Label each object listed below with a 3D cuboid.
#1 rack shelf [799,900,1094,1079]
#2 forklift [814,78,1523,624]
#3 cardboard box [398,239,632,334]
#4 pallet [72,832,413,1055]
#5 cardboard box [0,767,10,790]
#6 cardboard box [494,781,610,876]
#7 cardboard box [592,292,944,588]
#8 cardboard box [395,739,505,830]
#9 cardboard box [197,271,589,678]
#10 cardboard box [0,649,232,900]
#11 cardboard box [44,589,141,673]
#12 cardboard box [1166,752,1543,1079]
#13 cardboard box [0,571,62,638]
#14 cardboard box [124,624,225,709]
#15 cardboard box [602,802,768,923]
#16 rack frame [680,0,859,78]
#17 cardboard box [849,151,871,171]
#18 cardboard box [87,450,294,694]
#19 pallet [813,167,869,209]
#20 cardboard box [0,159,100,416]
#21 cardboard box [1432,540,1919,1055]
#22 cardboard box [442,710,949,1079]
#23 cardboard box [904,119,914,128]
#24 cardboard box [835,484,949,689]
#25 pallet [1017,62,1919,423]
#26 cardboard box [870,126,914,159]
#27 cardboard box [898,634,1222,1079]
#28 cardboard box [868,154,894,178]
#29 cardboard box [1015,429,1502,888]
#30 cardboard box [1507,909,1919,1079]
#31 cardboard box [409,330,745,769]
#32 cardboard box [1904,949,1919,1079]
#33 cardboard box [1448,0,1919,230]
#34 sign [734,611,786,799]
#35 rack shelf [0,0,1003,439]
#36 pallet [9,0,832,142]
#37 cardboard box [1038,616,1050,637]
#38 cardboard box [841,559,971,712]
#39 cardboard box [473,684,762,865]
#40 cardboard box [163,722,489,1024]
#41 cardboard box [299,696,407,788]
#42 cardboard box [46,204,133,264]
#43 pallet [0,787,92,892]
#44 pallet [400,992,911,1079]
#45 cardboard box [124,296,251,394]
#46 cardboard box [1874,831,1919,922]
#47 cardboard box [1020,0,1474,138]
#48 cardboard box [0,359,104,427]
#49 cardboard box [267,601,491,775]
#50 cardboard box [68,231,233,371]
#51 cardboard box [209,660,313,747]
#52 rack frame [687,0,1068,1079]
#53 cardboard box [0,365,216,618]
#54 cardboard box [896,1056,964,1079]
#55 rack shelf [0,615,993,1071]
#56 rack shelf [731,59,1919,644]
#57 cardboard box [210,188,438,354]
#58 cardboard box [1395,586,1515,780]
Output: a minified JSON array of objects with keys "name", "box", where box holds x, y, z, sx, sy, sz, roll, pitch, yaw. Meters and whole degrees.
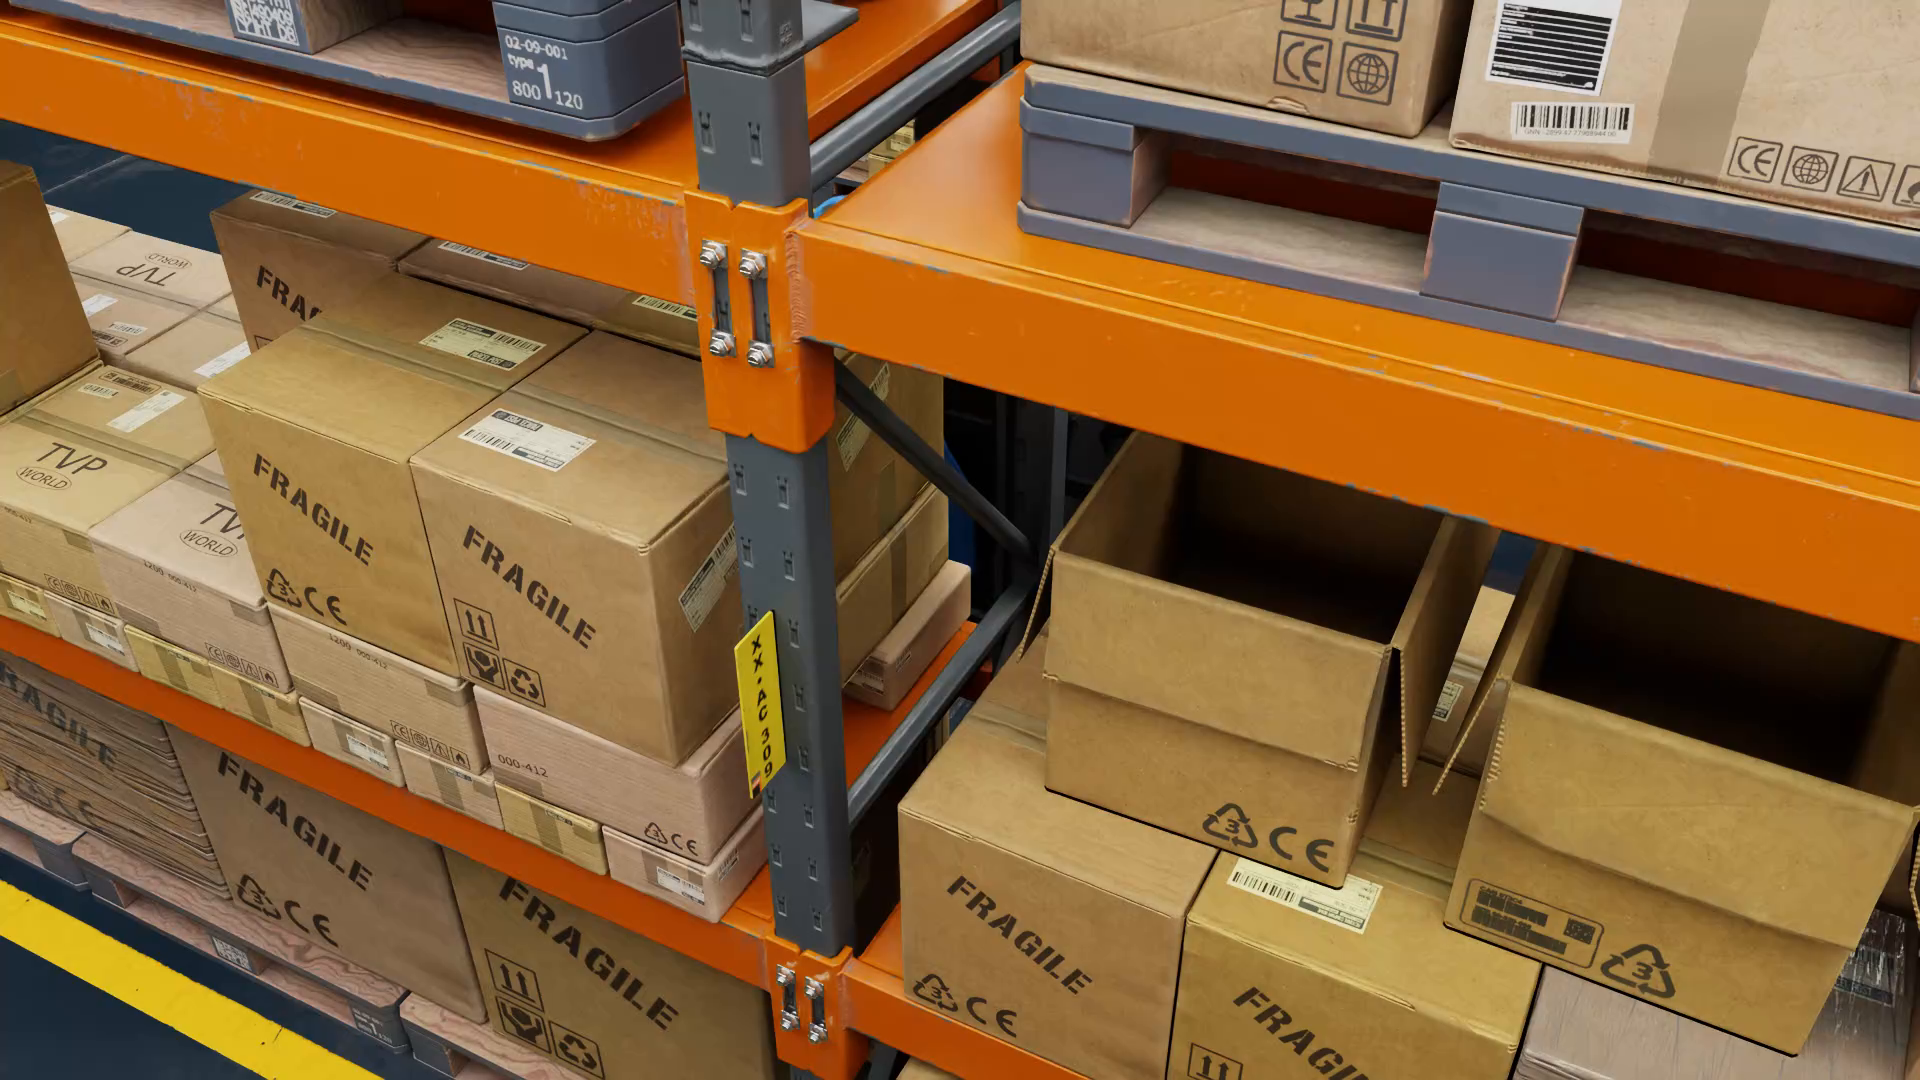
[{"name":"rack shelf","box":[1.715,1.186,2.801,4.000,0.370,1.077,17,41,21]},{"name":"forklift","box":[0.675,-0.975,5.110,3.031,2.935,1.130,16,40,20]},{"name":"cardboard box","box":[-0.803,-0.425,3.587,0.500,0.500,0.500,17,41,21]},{"name":"pallet","box":[-1.788,0.862,4.940,1.213,0.211,1.003,17,41,21]},{"name":"cardboard box","box":[-3.008,0.045,5.119,0.875,0.875,0.875,17,41,21]},{"name":"cardboard box","box":[-0.712,0.463,3.367,0.250,0.149,0.380,18,41,22]},{"name":"cardboard box","box":[-0.369,-0.284,3.401,0.500,0.500,0.500,17,41,21]},{"name":"cardboard box","box":[-0.939,0.392,3.461,0.250,0.149,0.380,17,40,21]},{"name":"cardboard box","box":[-1.035,-0.140,3.211,0.500,0.500,0.500,18,41,22]},{"name":"cardboard box","box":[-2.200,0.298,4.786,0.875,0.875,0.875,17,41,21]},{"name":"cardboard box","box":[-1.849,0.106,3.837,0.250,0.149,0.380,18,41,22]},{"name":"cardboard box","box":[0.679,0.705,2.757,0.500,0.500,0.500,17,41,22]},{"name":"cardboard box","box":[-2.083,0.034,3.932,0.250,0.149,0.380,16,40,20]},{"name":"cardboard box","box":[-1.624,0.178,3.743,0.250,0.149,0.380,17,40,21]},{"name":"cardboard box","box":[-0.483,0.535,3.272,0.250,0.149,0.380,18,41,22]},{"name":"rack frame","box":[-0.061,-2.046,1.503,0.127,3.000,1.000,17,41,21]},{"name":"cardboard box","box":[-0.431,-2.024,8.445,0.250,0.149,0.380,18,41,22]},{"name":"cardboard box","box":[-1.488,0.019,3.623,0.500,0.250,0.500,18,41,22]},{"name":"pallet","box":[-0.470,-2.027,8.746,1.213,0.211,1.003,17,41,21]},{"name":"cardboard box","box":[-2.404,-0.568,3.775,0.500,0.500,0.500,16,40,20]},{"name":"cardboard box","box":[1.114,0.274,2.495,0.637,0.503,0.797,18,41,22]},{"name":"cardboard box","box":[-0.610,0.796,4.130,0.875,0.875,0.875,17,41,21]},{"name":"cardboard box","box":[-0.210,-2.169,8.145,0.250,0.149,0.380,15,40,19]},{"name":"cardboard box","box":[-0.358,0.014,3.629,0.500,0.250,0.500,17,40,21]},{"name":"pallet","box":[0.776,-0.547,2.167,1.217,0.209,0.805,16,40,20]},{"name":"cardboard box","box":[-0.242,-2.014,8.186,0.250,0.149,0.380,19,41,23]},{"name":"cardboard box","box":[0.232,0.566,2.941,0.500,0.500,0.500,18,41,22]},{"name":"cardboard box","box":[-0.254,-1.894,8.274,0.250,0.149,0.380,18,41,22]},{"name":"cardboard box","box":[0.510,0.077,2.755,0.637,0.503,0.797,16,40,20]},{"name":"cardboard box","box":[1.123,0.845,2.574,0.500,0.500,0.500,16,40,20]},{"name":"cardboard box","box":[-0.592,0.002,3.024,0.500,0.500,0.500,19,41,23]},{"name":"cardboard box","box":[1.673,0.439,2.279,0.637,0.503,0.797,19,41,23]},{"name":"cardboard box","box":[0.872,-0.630,1.844,0.500,0.311,0.500,16,40,20]},{"name":"sign","box":[-0.315,0.266,2.638,0.005,0.325,0.100,17,41,21]},{"name":"rack shelf","box":[-1.837,-1.121,3.360,4.000,0.370,1.077,17,41,21]},{"name":"pallet","box":[-0.783,-1.049,2.744,1.213,0.211,1.003,17,41,21]},{"name":"cardboard box","box":[0.480,0.287,3.308,0.500,0.500,0.500,18,41,22]},{"name":"cardboard box","box":[-0.171,0.183,3.736,0.250,0.149,0.380,17,41,22]},{"name":"cardboard box","box":[-0.574,0.303,3.248,0.500,0.250,0.500,17,40,21]},{"name":"cardboard box","box":[-1.410,0.546,4.460,0.875,0.875,0.875,17,41,21]},{"name":"cardboard box","box":[-1.168,0.320,3.555,0.250,0.149,0.380,18,41,22]},{"name":"cardboard box","box":[-2.611,-0.694,4.561,0.500,0.250,0.500,17,40,21]},{"name":"pallet","box":[-2.867,0.522,5.387,1.213,0.211,1.003,17,41,21]},{"name":"pallet","box":[-0.700,1.201,4.494,1.213,0.211,1.003,17,41,21]},{"name":"cardboard box","box":[-1.694,-0.410,4.187,0.500,0.250,0.500,17,41,22]},{"name":"cardboard box","box":[1.383,0.570,2.936,0.500,0.500,0.500,17,40,21]},{"name":"cardboard box","box":[0.458,-0.902,2.047,0.500,0.500,0.700,18,41,23]},{"name":"cardboard box","box":[-2.402,-0.266,3.998,0.500,0.250,0.500,16,40,20]},{"name":"cardboard box","box":[-1.035,0.160,3.436,0.500,0.250,0.500,19,41,23]},{"name":"cardboard box","box":[-2.159,-0.552,4.375,0.500,0.250,0.500,16,40,20]},{"name":"cardboard box","box":[-1.397,0.249,3.649,0.250,0.149,0.380,18,41,22]},{"name":"rack frame","box":[-0.061,0.344,3.317,0.127,3.000,1.000,17,41,21]},{"name":"cardboard box","box":[-1.936,-0.124,3.811,0.500,0.250,0.500,17,40,21]},{"name":"cardboard box","box":[0.516,1.190,3.612,0.875,0.875,1.225,18,41,22]},{"name":"rack shelf","box":[-1.837,0.074,4.267,4.000,0.370,1.077,17,41,21]},{"name":"rack shelf","box":[1.715,-0.009,1.895,4.000,0.370,1.077,17,41,21]},{"name":"cardboard box","box":[-1.267,-0.568,3.775,0.500,0.500,0.500,16,40,20]},{"name":"cardboard box","box":[0.916,0.428,3.122,0.500,0.500,0.500,19,41,23]}]
